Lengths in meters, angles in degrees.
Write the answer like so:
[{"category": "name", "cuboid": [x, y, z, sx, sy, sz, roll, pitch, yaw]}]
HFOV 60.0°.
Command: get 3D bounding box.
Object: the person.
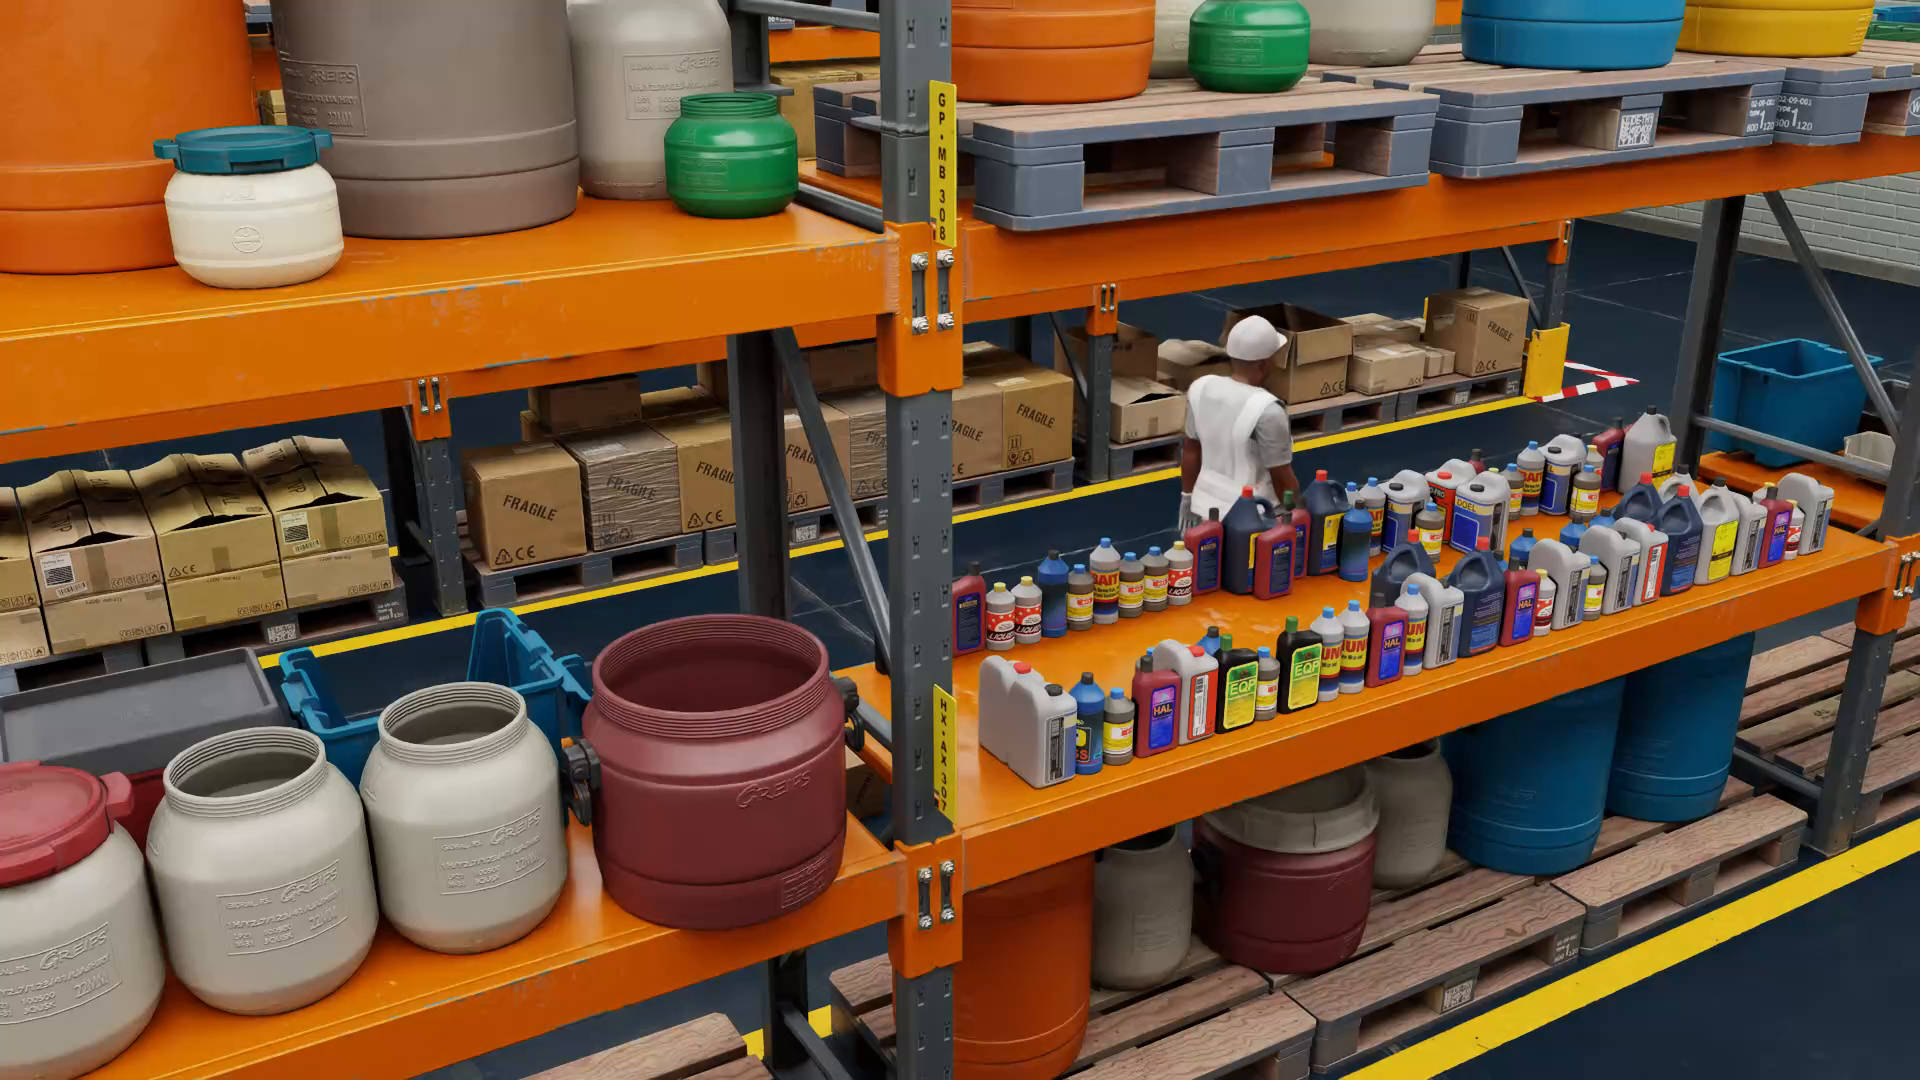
[{"category": "person", "cuboid": [1.241, -0.084, 7.292, 0.562, 1.842, 0.564, -11, 24, -25]}]
